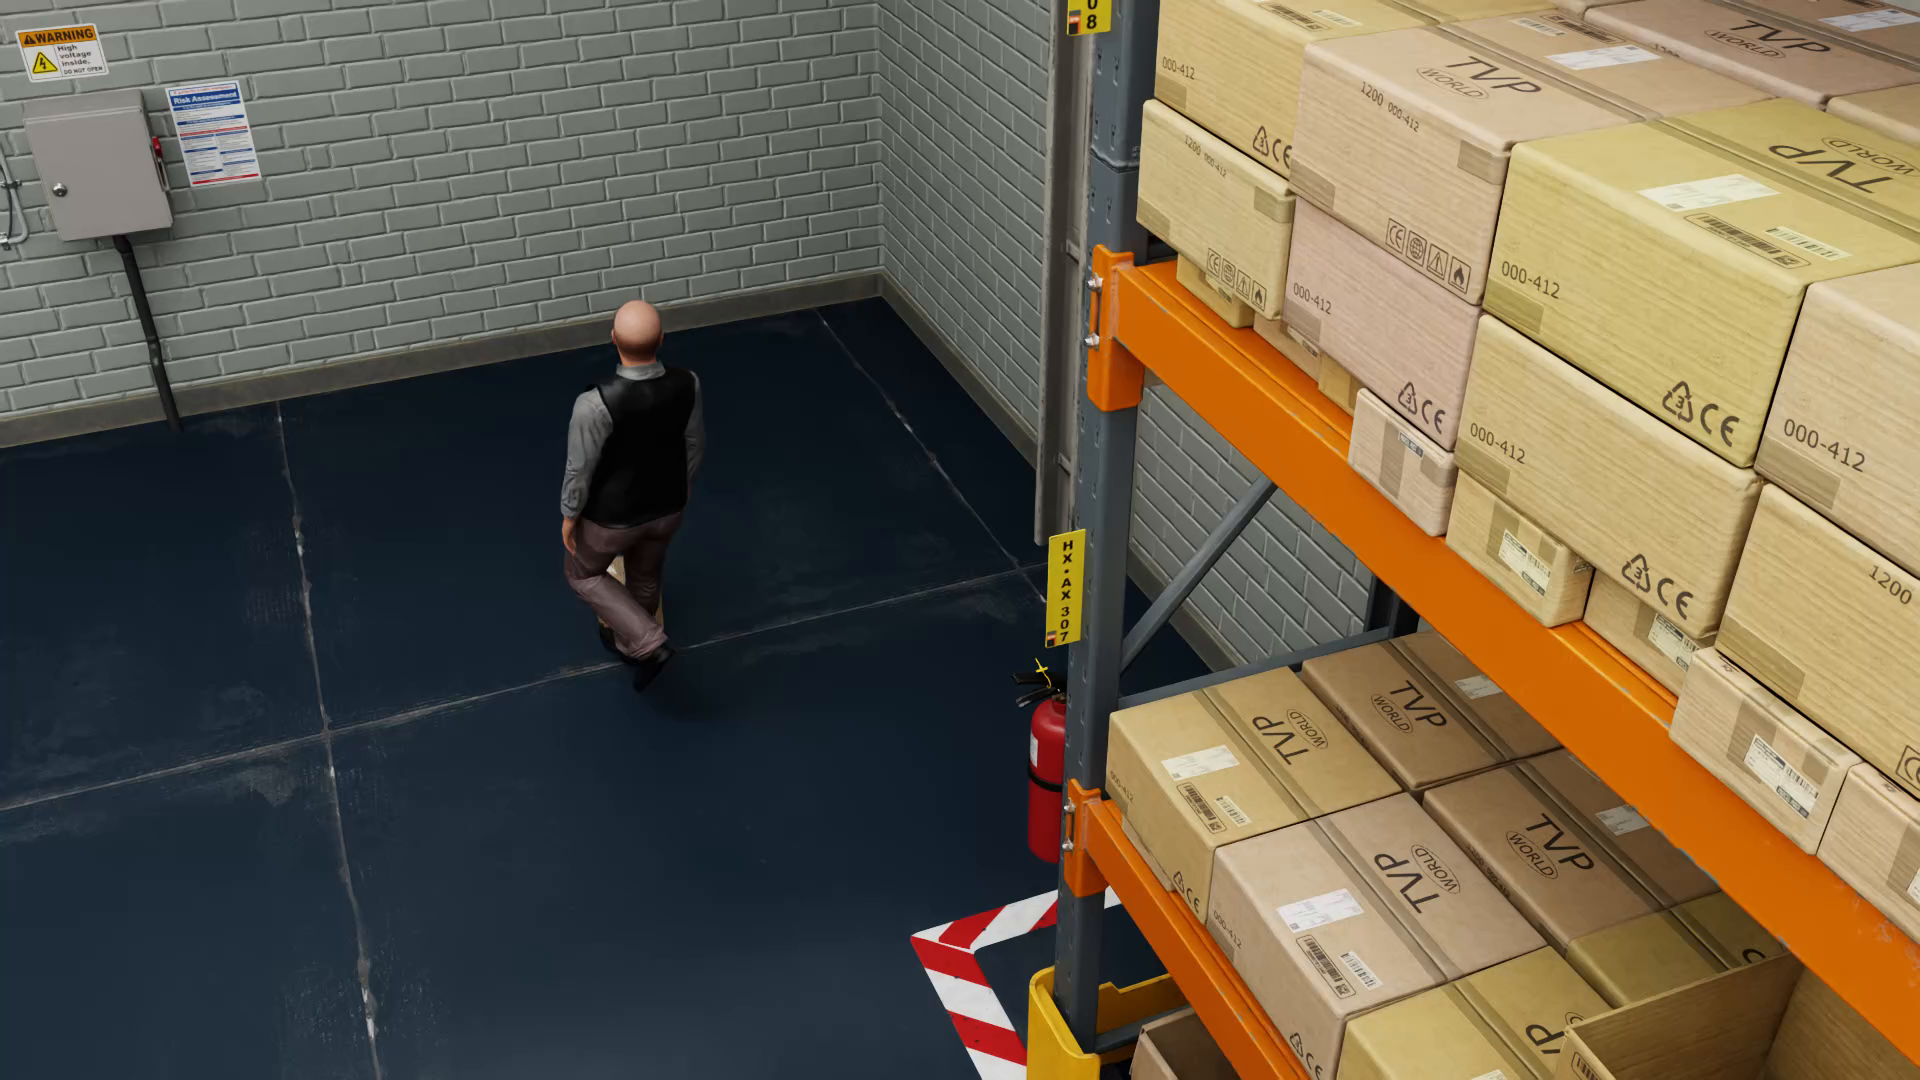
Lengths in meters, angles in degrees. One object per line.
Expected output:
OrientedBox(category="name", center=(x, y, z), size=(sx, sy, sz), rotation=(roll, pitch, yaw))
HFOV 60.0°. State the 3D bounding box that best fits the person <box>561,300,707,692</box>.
OrientedBox(category="person", center=(-1.301, -0.172, 6.422), size=(0.603, 1.699, 0.700), rotation=(-24, 40, -31))
